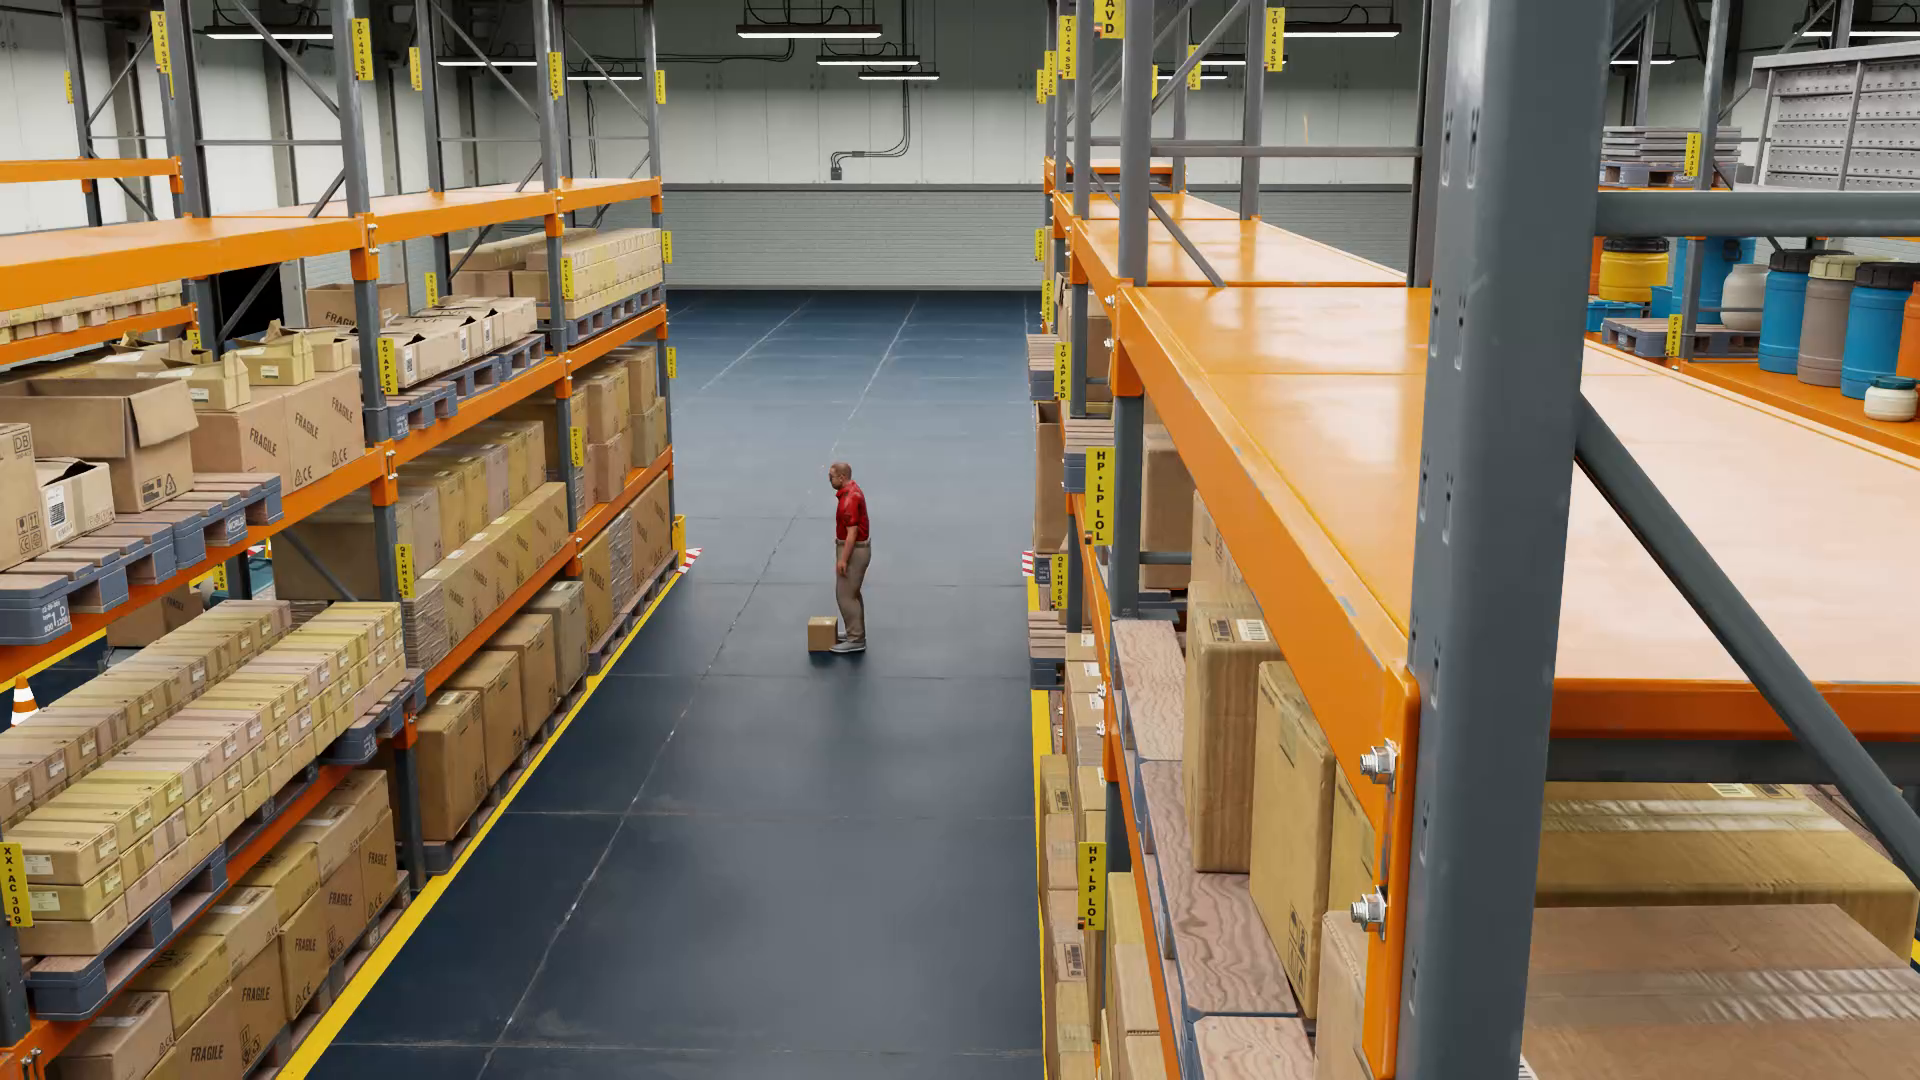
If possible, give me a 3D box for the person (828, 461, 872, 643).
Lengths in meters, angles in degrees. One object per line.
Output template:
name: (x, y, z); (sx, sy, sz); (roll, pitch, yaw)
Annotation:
person: (-0.986, 0.102, 14.962); (0.370, 1.657, 0.584); (0, 14, 2)
